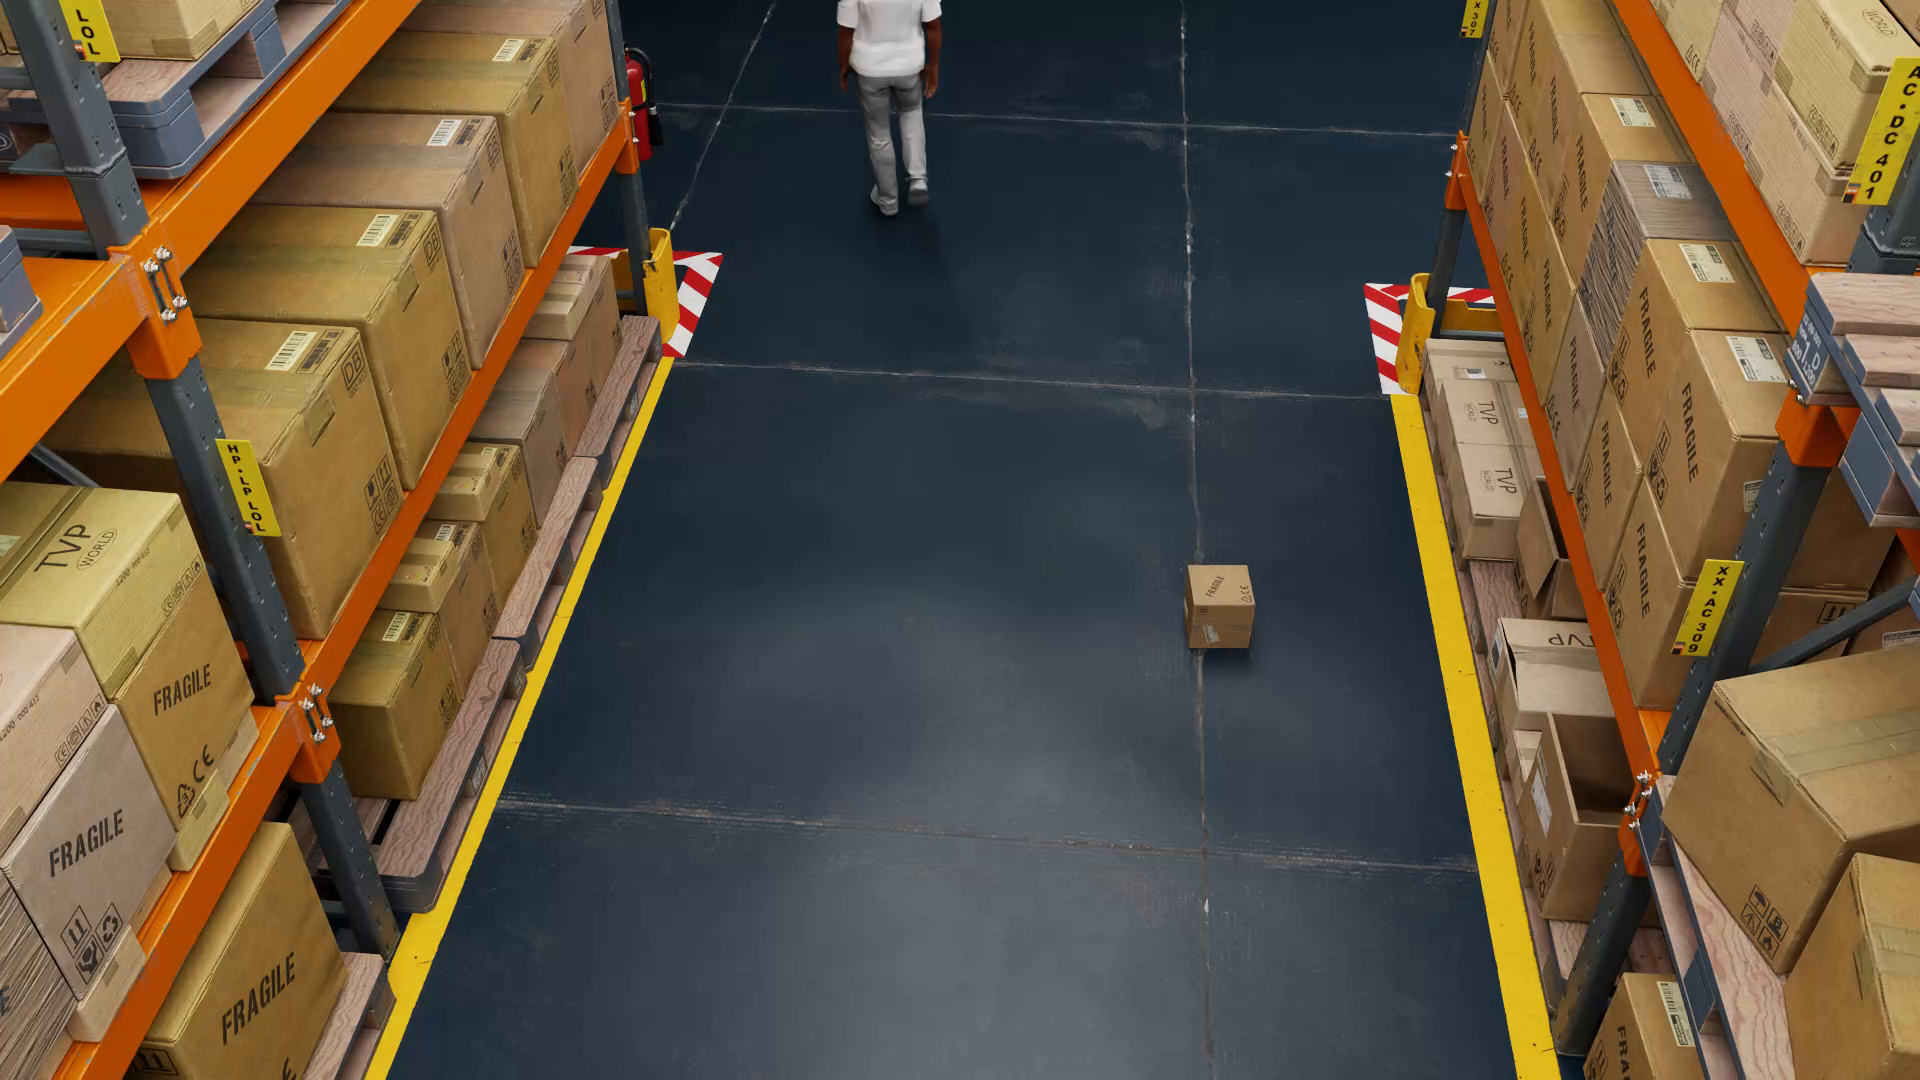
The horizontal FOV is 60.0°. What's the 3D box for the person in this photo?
[{"bbox_3d":[-0.405,-2.658,9.293,0.570,1.773,0.462,-10,41,-11],"label":"person"}]
